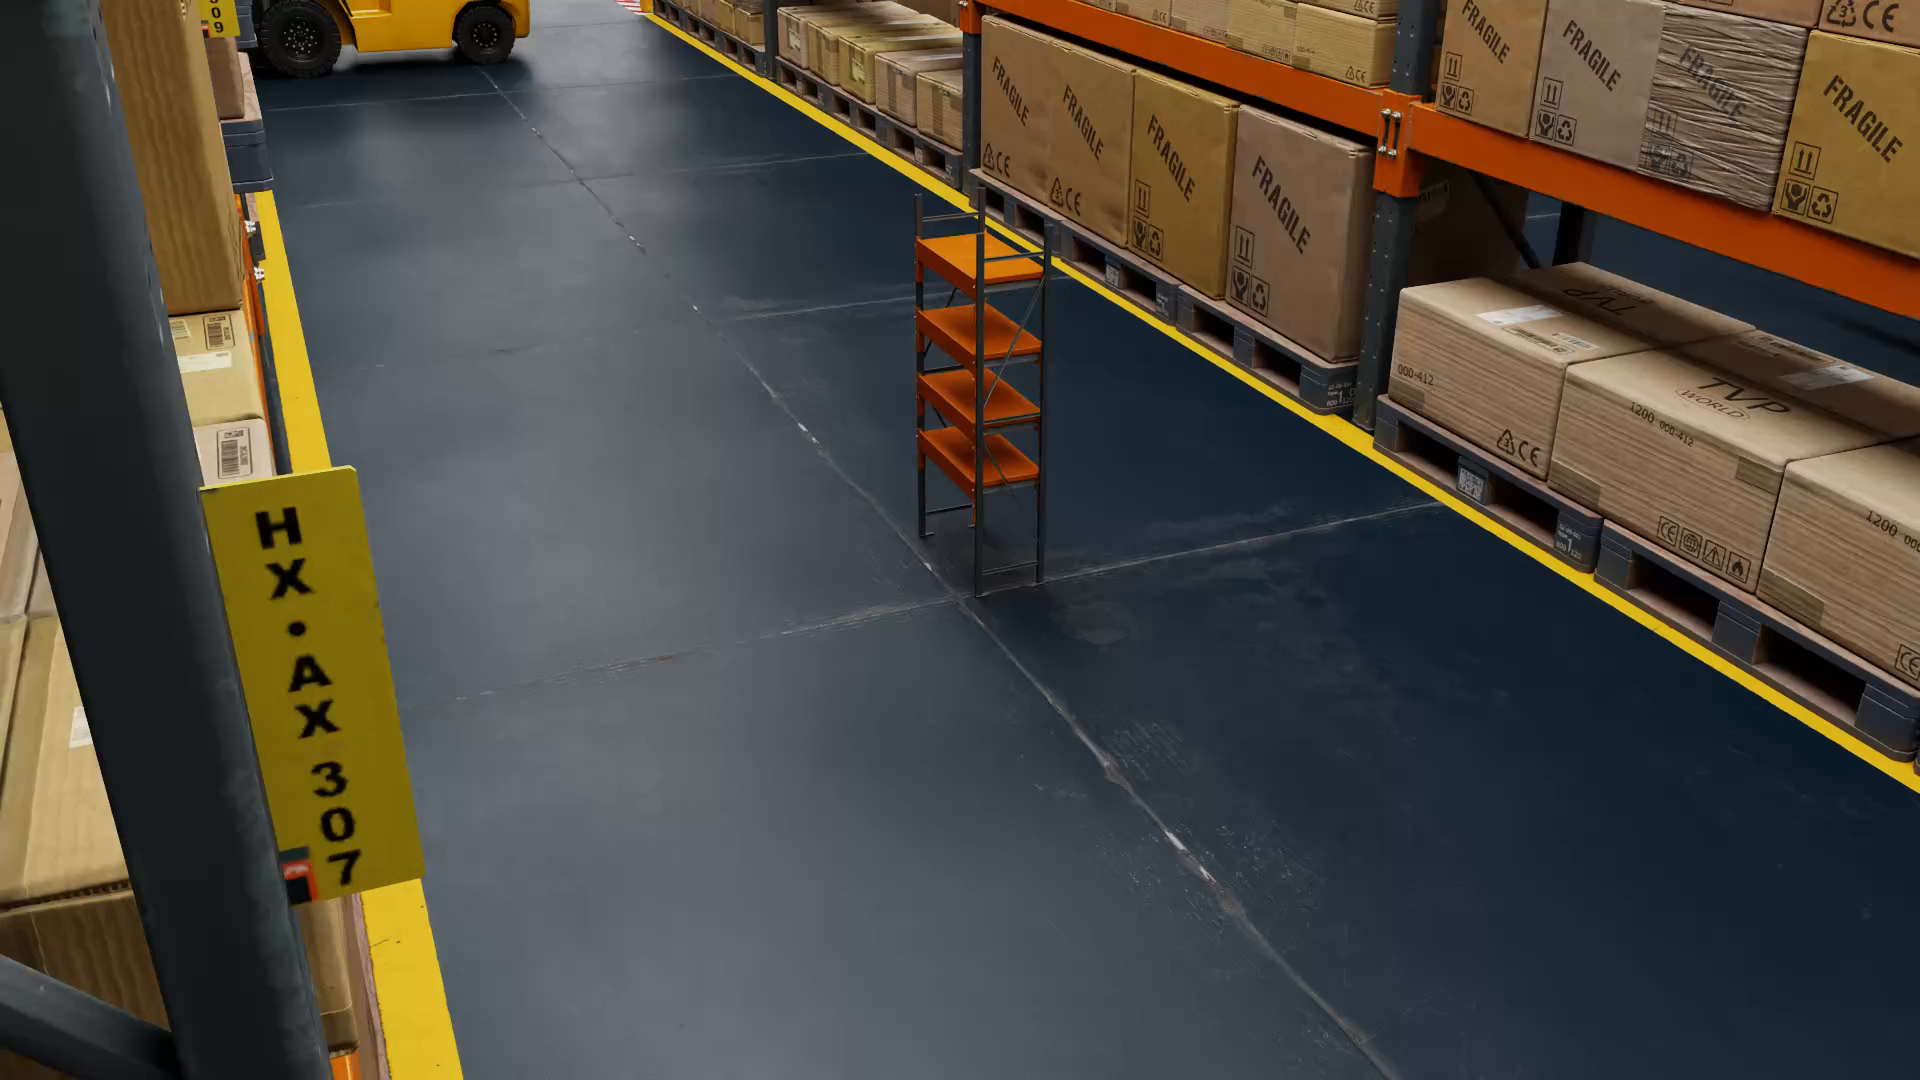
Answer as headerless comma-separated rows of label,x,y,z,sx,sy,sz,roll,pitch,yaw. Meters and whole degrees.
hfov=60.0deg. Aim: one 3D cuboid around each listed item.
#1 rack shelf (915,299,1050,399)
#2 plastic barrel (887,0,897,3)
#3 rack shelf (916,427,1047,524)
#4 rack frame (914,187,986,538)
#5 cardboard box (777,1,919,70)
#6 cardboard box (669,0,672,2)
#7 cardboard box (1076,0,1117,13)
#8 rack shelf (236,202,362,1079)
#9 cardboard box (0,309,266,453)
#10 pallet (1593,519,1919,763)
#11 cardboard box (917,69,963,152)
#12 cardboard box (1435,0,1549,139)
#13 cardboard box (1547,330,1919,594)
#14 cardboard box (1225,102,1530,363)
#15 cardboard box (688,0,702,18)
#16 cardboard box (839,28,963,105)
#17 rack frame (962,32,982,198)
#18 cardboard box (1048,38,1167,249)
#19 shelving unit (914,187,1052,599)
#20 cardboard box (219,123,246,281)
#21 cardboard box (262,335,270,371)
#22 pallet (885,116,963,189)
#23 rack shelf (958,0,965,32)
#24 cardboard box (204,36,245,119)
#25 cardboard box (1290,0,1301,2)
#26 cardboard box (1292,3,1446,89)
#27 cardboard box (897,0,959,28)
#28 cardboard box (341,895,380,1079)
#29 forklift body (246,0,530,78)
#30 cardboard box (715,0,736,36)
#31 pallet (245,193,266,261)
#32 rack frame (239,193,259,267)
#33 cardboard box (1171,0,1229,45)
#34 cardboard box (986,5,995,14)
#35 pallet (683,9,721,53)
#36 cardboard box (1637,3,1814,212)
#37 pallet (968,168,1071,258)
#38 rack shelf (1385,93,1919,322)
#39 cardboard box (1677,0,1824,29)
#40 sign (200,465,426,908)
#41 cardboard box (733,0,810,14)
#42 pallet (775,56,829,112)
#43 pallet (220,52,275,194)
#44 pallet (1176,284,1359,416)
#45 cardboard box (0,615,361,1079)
rack shelf,0.065,-0.613,5.281,0.258,0.148,0.480,-11,28,-21
plastic barrel,-0.433,-4.993,15.494,0.512,0.421,0.421,8,27,15
rack shelf,0.065,-0.233,5.467,0.258,0.148,0.480,-11,28,-21
rack frame,-0.031,-0.571,5.552,0.240,1.200,0.015,-11,28,-21
cardboard box,-0.861,-3.906,12.848,0.950,0.372,0.625,-10,28,-20
cardboard box,-2.574,-5.304,15.850,0.500,0.250,0.500,-11,28,-21
cardboard box,0.875,-2.770,8.174,0.500,0.250,0.500,-10,28,-19
rack shelf,-1.718,0.105,2.936,1.077,0.370,4.000,-11,28,-21
cardboard box,-1.264,-0.114,2.397,0.500,0.250,0.500,-11,28,-22
pallet,2.772,0.187,5.127,1.003,0.211,1.213,-11,28,-21
cardboard box,0.286,-2.732,10.444,0.950,0.372,0.625,-13,29,-24
cardboard box,2.007,-1.690,5.679,0.500,0.500,0.500,-10,28,-19
cardboard box,2.562,-0.284,5.355,0.875,0.438,0.875,-11,28,-22
cardboard box,1.748,-1.350,7.040,0.875,0.875,0.875,-10,28,-19
cardboard box,-2.156,-4.879,14.979,0.500,0.250,0.500,-9,27,-17
cardboard box,-0.303,-3.336,11.680,0.950,0.372,0.625,-10,28,-19
rack frame,0.498,-3.495,9.489,1.000,3.000,0.127,-11,28,-21
cardboard box,1.037,-2.075,8.524,0.875,0.875,0.875,-10,28,-20
shelving unit,0.065,-0.472,5.350,0.258,1.200,0.503,-11,28,-21
cardboard box,-1.868,-0.728,3.655,0.500,0.250,0.500,-10,28,-20
cardboard box,-3.090,-0.951,6.649,0.500,0.500,0.500,-12,28,-22
pallet,0.193,-2.557,10.747,1.003,0.211,1.213,-11,28,-21
rack shelf,-0.286,-3.979,11.300,1.077,0.370,4.000,-11,28,-21
cardboard box,-2.485,-1.493,4.796,0.700,0.500,0.500,-10,28,-19
cardboard box,1.465,-2.374,6.794,0.500,0.250,0.500,-10,28,-19
cardboard box,1.657,-1.950,6.497,0.500,0.250,0.500,-11,28,-22
cardboard box,-0.236,-4.654,14.709,0.500,0.500,0.500,8,27,15
cardboard box,-1.386,0.909,2.840,0.700,0.500,0.500,-9,28,-18
forklift body,-4.780,-5.037,13.614,2.313,2.155,1.214,-11,28,-21
cardboard box,-1.765,-4.468,14.138,0.500,0.250,0.500,-11,28,-22
pallet,-4.355,-1.726,9.045,1.003,0.211,1.213,-11,28,-21
rack frame,-4.068,-2.640,7.739,1.000,3.000,0.127,-11,28,-21
cardboard box,1.278,-2.363,7.342,0.500,0.250,0.500,-11,28,-22
cardboard box,0.382,-5.329,16.090,0.637,0.503,0.797,13,29,24
pallet,-1.846,-4.615,14.961,1.003,0.211,1.213,-11,28,-21
cardboard box,2.389,-1.285,4.848,0.500,0.500,0.500,-10,28,-20
pallet,0.737,-1.910,9.422,1.003,0.211,1.213,-11,28,-21
rack shelf,2.847,-0.749,4.686,1.077,0.370,4.000,-11,28,-21
cardboard box,2.410,-1.727,4.614,0.500,0.500,0.500,-10,28,-20
sign,-0.436,0.107,1.126,0.100,0.325,0.005,-11,28,-21
cardboard box,-1.547,-4.592,13.538,0.500,0.500,0.500,-11,28,-21
pallet,-0.763,-3.542,12.765,1.003,0.211,1.213,-11,28,-21
pallet,-2.714,-1.281,5.173,1.003,0.211,1.213,-11,28,-21
pallet,1.693,-0.925,7.405,1.003,0.211,1.213,-11,28,-21
cardboard box,-0.865,0.293,1.562,0.500,0.250,0.500,-10,28,-20
